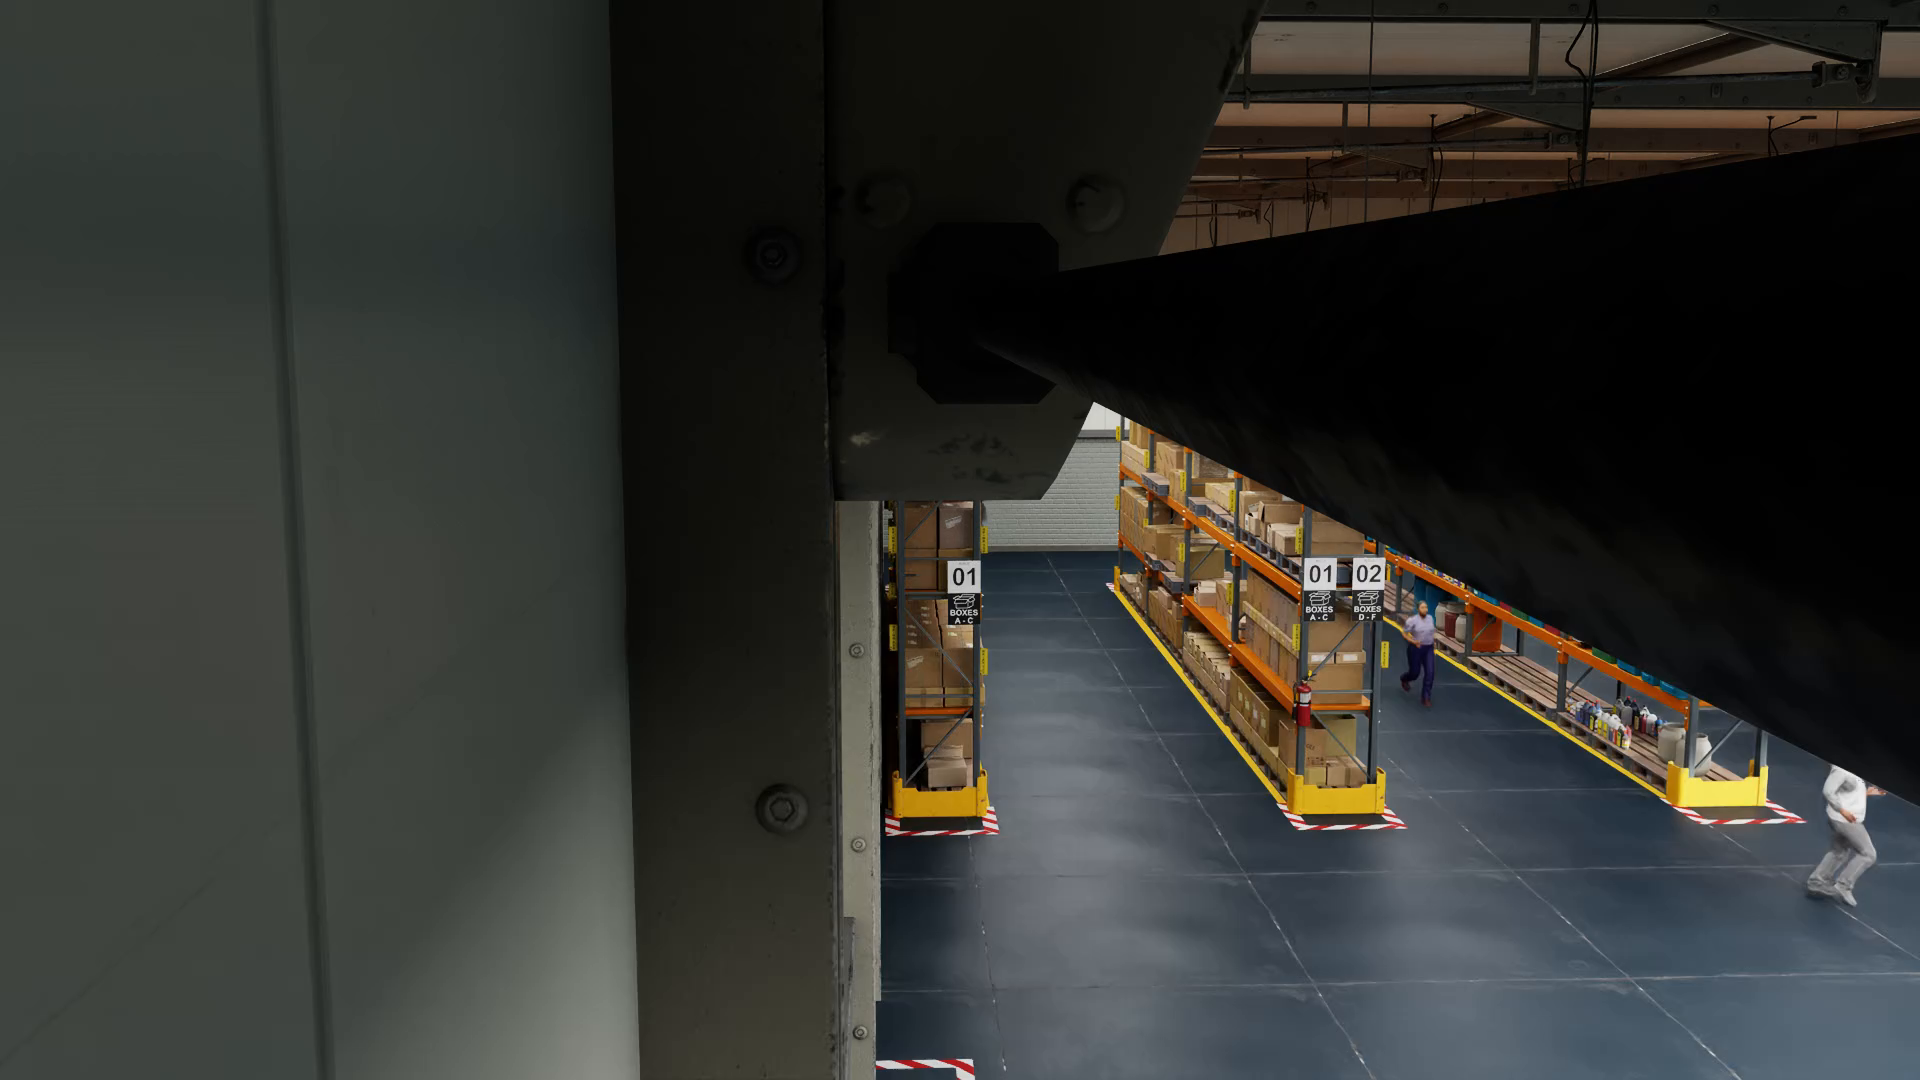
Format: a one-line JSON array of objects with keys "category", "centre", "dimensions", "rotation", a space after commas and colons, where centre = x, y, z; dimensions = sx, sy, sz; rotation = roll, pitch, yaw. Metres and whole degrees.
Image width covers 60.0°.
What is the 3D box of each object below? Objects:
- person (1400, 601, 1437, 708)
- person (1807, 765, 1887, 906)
[{"category": "person", "centre": [7.273, 1.773, 26.296], "dimensions": [0.607, 1.636, 0.841], "rotation": [-1, 8, -10]}, {"category": "person", "centre": [9.367, 2.959, 17.522], "dimensions": [0.688, 1.803, 0.638], "rotation": [3, 9, 20]}]
